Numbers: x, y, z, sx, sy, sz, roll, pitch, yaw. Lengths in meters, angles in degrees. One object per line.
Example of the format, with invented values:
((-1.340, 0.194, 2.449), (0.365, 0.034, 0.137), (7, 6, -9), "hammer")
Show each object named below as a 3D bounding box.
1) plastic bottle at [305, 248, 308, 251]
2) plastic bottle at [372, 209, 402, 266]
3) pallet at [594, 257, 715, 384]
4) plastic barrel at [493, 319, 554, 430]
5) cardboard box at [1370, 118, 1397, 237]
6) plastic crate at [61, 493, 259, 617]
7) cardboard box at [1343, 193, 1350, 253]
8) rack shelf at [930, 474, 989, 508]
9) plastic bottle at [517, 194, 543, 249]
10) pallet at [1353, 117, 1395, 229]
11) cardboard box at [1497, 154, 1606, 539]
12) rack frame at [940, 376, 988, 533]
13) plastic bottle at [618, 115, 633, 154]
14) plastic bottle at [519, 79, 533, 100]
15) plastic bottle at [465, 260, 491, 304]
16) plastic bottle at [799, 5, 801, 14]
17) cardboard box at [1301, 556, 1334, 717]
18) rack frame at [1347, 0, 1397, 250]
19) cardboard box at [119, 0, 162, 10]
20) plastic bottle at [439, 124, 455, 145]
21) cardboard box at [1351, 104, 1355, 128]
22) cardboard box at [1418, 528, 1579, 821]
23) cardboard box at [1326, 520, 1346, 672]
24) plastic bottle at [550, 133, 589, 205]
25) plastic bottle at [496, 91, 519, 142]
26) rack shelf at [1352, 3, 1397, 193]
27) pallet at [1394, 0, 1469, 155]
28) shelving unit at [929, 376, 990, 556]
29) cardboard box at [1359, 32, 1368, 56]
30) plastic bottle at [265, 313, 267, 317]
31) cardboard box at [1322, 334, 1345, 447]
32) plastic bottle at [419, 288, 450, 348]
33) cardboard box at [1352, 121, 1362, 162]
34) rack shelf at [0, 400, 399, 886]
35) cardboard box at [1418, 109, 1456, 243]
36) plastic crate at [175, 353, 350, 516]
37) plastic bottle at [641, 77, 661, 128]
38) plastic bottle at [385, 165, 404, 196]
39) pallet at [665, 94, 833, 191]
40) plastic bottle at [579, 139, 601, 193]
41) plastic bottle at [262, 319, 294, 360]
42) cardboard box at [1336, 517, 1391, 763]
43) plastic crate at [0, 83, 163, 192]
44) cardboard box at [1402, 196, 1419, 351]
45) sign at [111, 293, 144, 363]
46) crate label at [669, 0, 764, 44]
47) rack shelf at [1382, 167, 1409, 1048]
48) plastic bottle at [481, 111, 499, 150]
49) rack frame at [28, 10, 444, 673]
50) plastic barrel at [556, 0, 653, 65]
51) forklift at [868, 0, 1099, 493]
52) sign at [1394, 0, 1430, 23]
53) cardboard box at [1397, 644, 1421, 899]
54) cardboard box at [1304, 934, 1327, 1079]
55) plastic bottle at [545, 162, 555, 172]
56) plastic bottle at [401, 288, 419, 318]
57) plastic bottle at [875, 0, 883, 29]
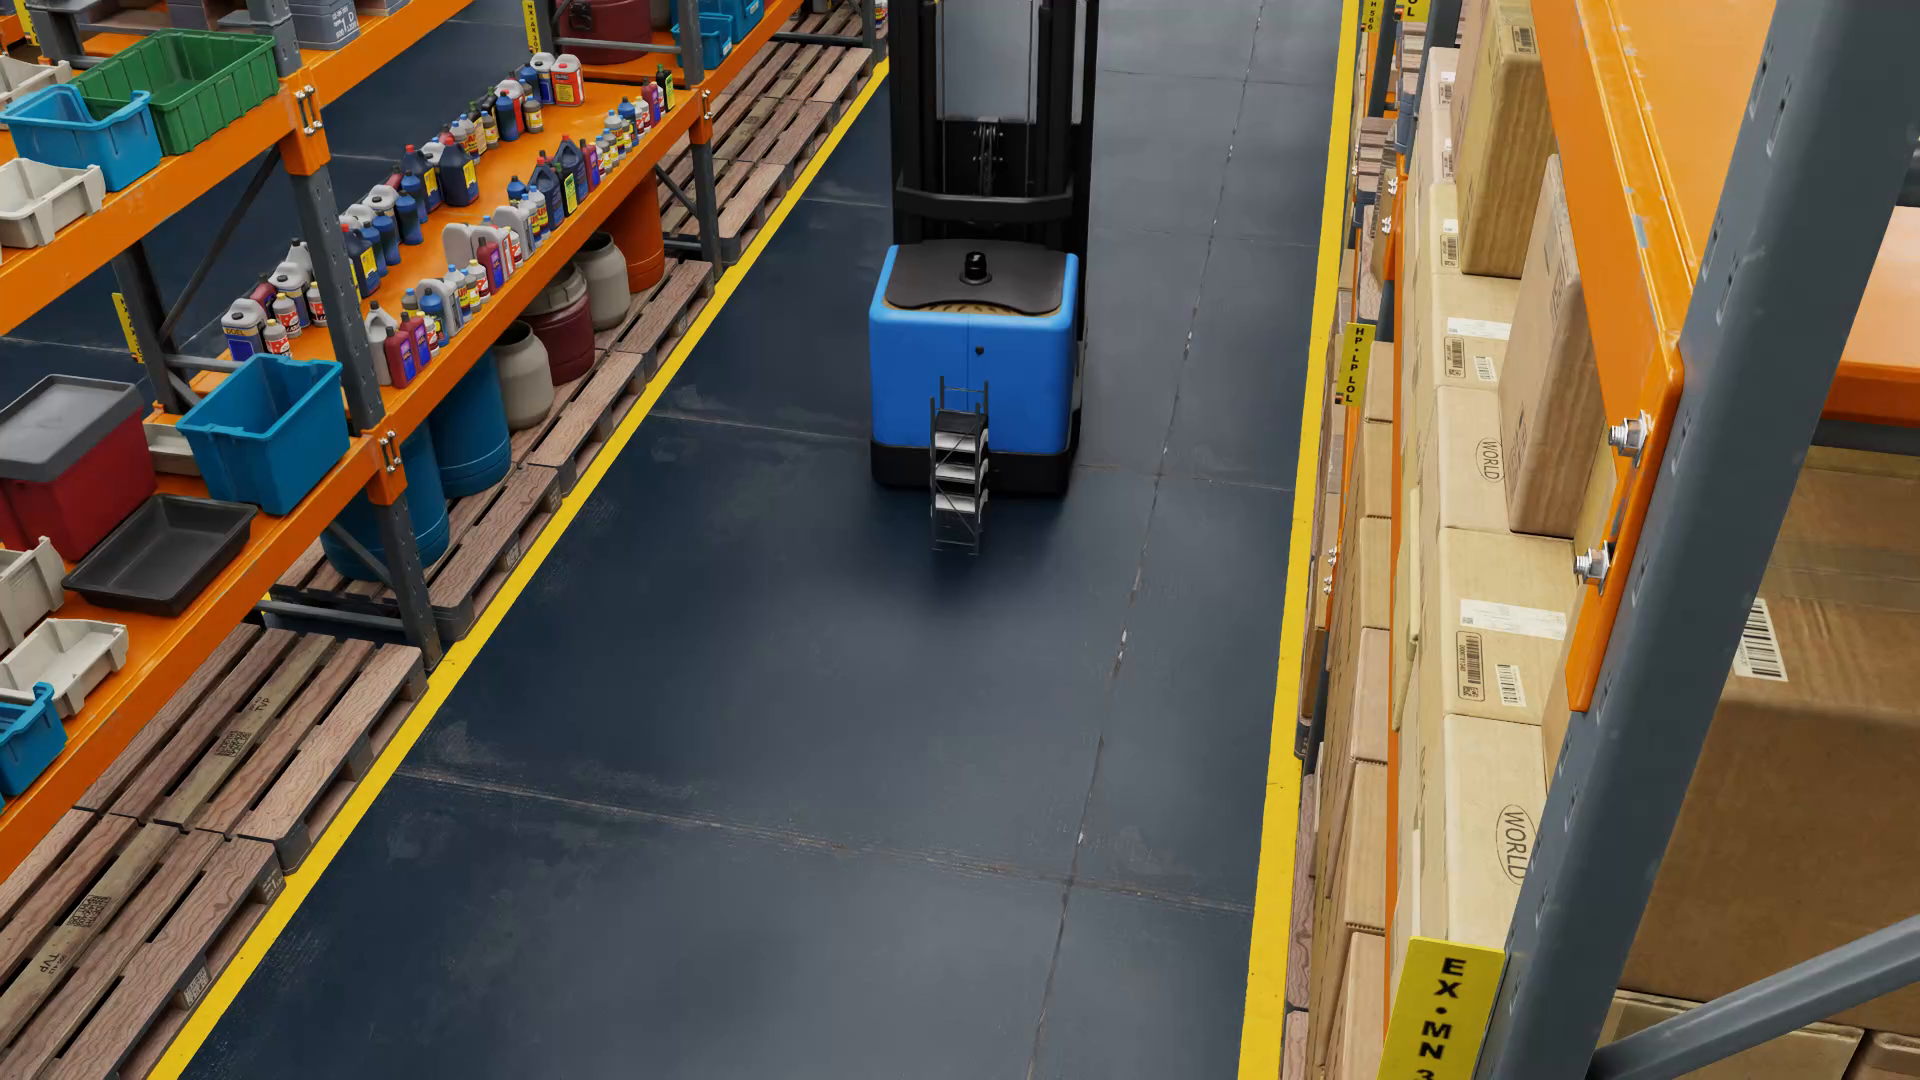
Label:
((-2.997, -1.352, 7.871), (0.144, 0.351, 0.185), (7, 37, 10), "plastic bottle")
((-2.804, -1.483, 8.120), (0.097, 0.271, 0.097), (0, 36, 0), "plastic bottle")
((-2.186, -1.405, 10.278), (1.003, 0.211, 1.213), (7, 37, 10), "pallet")
((-2.421, -0.889, 8.952), (0.421, 0.512, 0.421), (0, 36, 0), "plastic barrel")
((2.374, -1.703, 7.871), (0.700, 0.500, 0.500), (14, 38, 19), "cardboard box")
((-2.889, 0.065, 6.058), (0.437, 0.125, 0.590), (7, 37, 10), "plastic crate")
((2.761, -2.053, 10.782), (0.500, 0.250, 0.500), (7, 37, 9), "cardboard box")
((-0.002, -0.260, 8.322), (0.258, 0.077, 0.200), (7, 37, 10), "rack shelf")
((-2.143, -1.590, 8.268), (0.097, 0.271, 0.097), (0, 36, 0), "plastic bottle")
((2.704, -1.893, 8.739), (1.213, 0.211, 1.003), (7, 37, 10), "pallet")
((1.357, -0.314, 2.904), (0.700, 0.500, 0.500), (7, 37, 10), "cardboard box")
((0.020, -0.418, 8.330), (0.240, 0.900, 0.006), (7, 37, 10), "rack frame")
((-1.882, -2.262, 9.254), (0.097, 0.201, 0.097), (0, 36, 0), "plastic bottle")
((-2.539, -2.584, 9.699), (0.097, 0.201, 0.097), (0, 36, 0), "plastic bottle")
((-2.270, -1.219, 7.816), (0.097, 0.201, 0.097), (0, 36, 0), "plastic bottle")
((-1.424, -4.680, 14.361), (0.061, 0.283, 0.133), (9, 37, 12), "plastic bottle")
((1.751, 0.440, 7.112), (0.500, 0.500, 0.500), (7, 37, 10), "cardboard box")
((2.780, -2.368, 9.231), (1.000, 3.000, 0.127), (7, 37, 10), "rack frame")
((-6.434, -4.130, 13.417), (0.700, 0.500, 0.500), (4, 36, 6), "cardboard box")
((-2.758, -2.079, 8.933), (0.061, 0.283, 0.133), (7, 37, 10), "plastic bottle")
((3.196, -3.225, 12.399), (0.500, 0.250, 0.500), (8, 37, 11), "cardboard box")
((1.038, 0.249, 2.766), (0.500, 0.250, 0.500), (7, 37, 10), "cardboard box")
((1.550, 0.143, 5.682), (0.500, 0.500, 0.500), (8, 37, 11), "cardboard box")
((-2.047, -1.944, 8.689), (0.144, 0.351, 0.185), (7, 37, 10), "plastic bottle")
((-2.557, -2.395, 9.379), (0.097, 0.271, 0.097), (0, 36, 0), "plastic bottle")
((3.207, -3.223, 11.024), (1.077, 0.370, 4.000), (7, 37, 10), "rack shelf")
((2.133, -1.578, 5.746), (1.213, 0.211, 1.003), (7, 37, 10), "pallet")
((-0.002, -0.360, 8.250), (0.258, 0.900, 0.210), (7, 37, 10), "shelving unit")
((3.303, -3.739, 12.631), (0.500, 0.311, 0.500), (7, 37, 10), "cardboard box")
((-3.146, -0.954, 7.449), (0.097, 0.201, 0.097), (0, 36, 0), "plastic bottle")
((2.185, -0.721, 8.714), (0.500, 0.500, 0.500), (7, 36, 9), "cardboard box")
((-2.362, -1.003, 7.458), (0.097, 0.271, 0.097), (0, 36, 0), "plastic bottle")
((2.866, -2.571, 11.018), (0.500, 0.311, 0.500), (7, 37, 10), "cardboard box")
((-3.340, 0.740, 5.556), (1.077, 0.370, 4.000), (7, 37, 10), "rack shelf")
((1.474, -0.897, 4.347), (0.500, 0.250, 0.500), (7, 37, 10), "cardboard box")
((-2.679, -0.405, 6.486), (0.392, 0.384, 0.575), (7, 37, 10), "plastic crate")
((-1.777, -2.526, 9.549), (0.061, 0.283, 0.133), (7, 37, 10), "plastic bottle")
((-2.875, -1.764, 8.497), (0.061, 0.283, 0.133), (7, 37, 10), "plastic bottle")
((-1.592, -2.999, 12.477), (1.003, 0.211, 1.213), (7, 37, 10), "pallet")
((-1.972, -2.003, 8.827), (0.061, 0.283, 0.133), (7, 37, 10), "plastic bottle")
((-3.019, -0.879, 7.346), (0.097, 0.201, 0.097), (0, 36, 0), "plastic bottle")
((1.330, 0.305, 4.606), (0.500, 0.500, 0.500), (6, 36, 9), "cardboard box")
((-2.795, -1.283, 5.320), (0.416, 0.233, 0.300), (7, 37, 10), "plastic crate")
((1.469, -0.695, 4.494), (0.500, 0.250, 0.500), (7, 37, 10), "cardboard box")
((-3.450, -0.880, 6.942), (0.100, 0.325, 0.005), (7, 37, 10), "sign")
((-1.582, -3.541, 10.820), (0.502, 0.435, 0.616), (7, 37, 10), "crate label")
((1.498, 0.149, 3.816), (1.077, 0.370, 4.000), (7, 37, 10), "rack shelf")
((-2.645, -2.298, 9.304), (0.097, 0.201, 0.097), (0, 36, 0), "plastic bottle")
((-2.913, -0.698, 6.927), (1.000, 3.000, 0.127), (7, 37, 10), "rack frame")
((-2.255, -3.350, 10.470), (0.600, 0.536, 0.708), (7, 37, 10), "plastic barrel")
((0.196, -2.283, 9.172), (1.130, 2.935, 3.031), (4, 36, 5), "forklift")
((1.383, -1.726, 5.013), (0.100, 0.325, 0.005), (7, 37, 10), "sign")
((1.041, 0.452, 2.913), (0.500, 0.250, 0.500), (7, 37, 10), "cardboard box")
((1.120, 1.304, 4.080), (0.500, 0.500, 0.500), (8, 37, 10), "cardboard box")
((-2.100, -1.828, 8.586), (0.061, 0.283, 0.133), (7, 37, 10), "plastic bottle")
((-2.489, -1.050, 7.582), (0.097, 0.201, 0.097), (0, 36, 0), "plastic bottle")
((-0.708, -4.485, 14.103), (0.097, 0.271, 0.097), (0, 36, 0), "plastic bottle")
